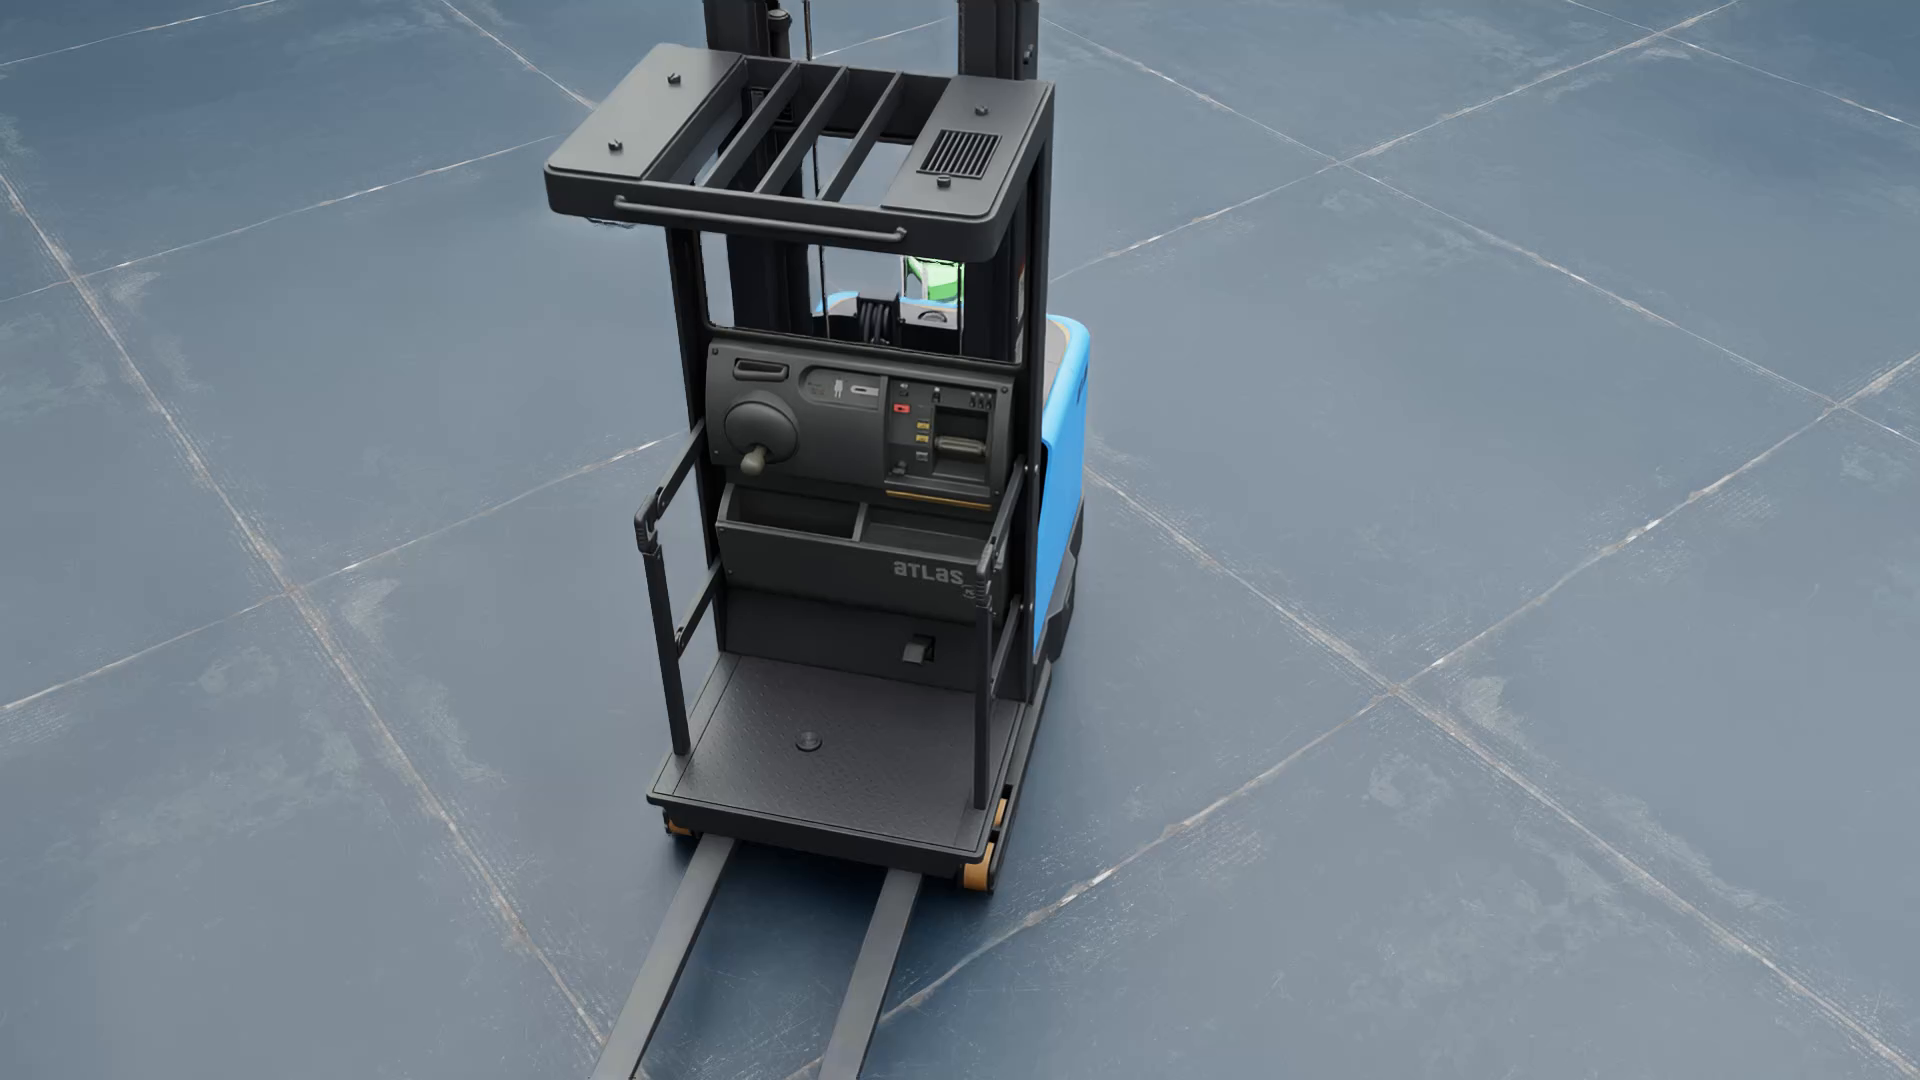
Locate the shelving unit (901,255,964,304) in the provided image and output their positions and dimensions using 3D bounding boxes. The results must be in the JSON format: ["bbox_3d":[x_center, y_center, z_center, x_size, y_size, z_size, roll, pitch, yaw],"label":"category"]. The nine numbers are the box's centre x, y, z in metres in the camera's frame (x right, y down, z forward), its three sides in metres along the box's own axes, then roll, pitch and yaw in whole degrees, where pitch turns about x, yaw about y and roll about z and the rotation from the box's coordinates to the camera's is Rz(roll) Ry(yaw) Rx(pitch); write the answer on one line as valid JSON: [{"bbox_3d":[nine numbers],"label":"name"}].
[{"bbox_3d":[0.053,-0.703,6.661,0.503,1.200,0.258,-15,42,-18],"label":"shelving unit"}]

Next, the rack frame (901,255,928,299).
[{"bbox_3d":[-0.171,-0.642,6.586,0.015,1.200,0.240,-15,42,-18],"label":"rack frame"}]

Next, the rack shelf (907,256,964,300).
[{"bbox_3d":[0.053,-1.025,6.397,0.480,0.148,0.258,-15,42,-18],"label":"rack shelf"}]

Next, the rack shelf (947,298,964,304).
[{"bbox_3d":[0.053,-0.839,6.549,0.480,0.148,0.258,-15,42,-18],"label":"rack shelf"}]

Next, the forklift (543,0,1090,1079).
[{"bbox_3d":[-0.353,-0.270,4.769,1.130,2.935,3.031,9,40,10],"label":"forklift"}]
